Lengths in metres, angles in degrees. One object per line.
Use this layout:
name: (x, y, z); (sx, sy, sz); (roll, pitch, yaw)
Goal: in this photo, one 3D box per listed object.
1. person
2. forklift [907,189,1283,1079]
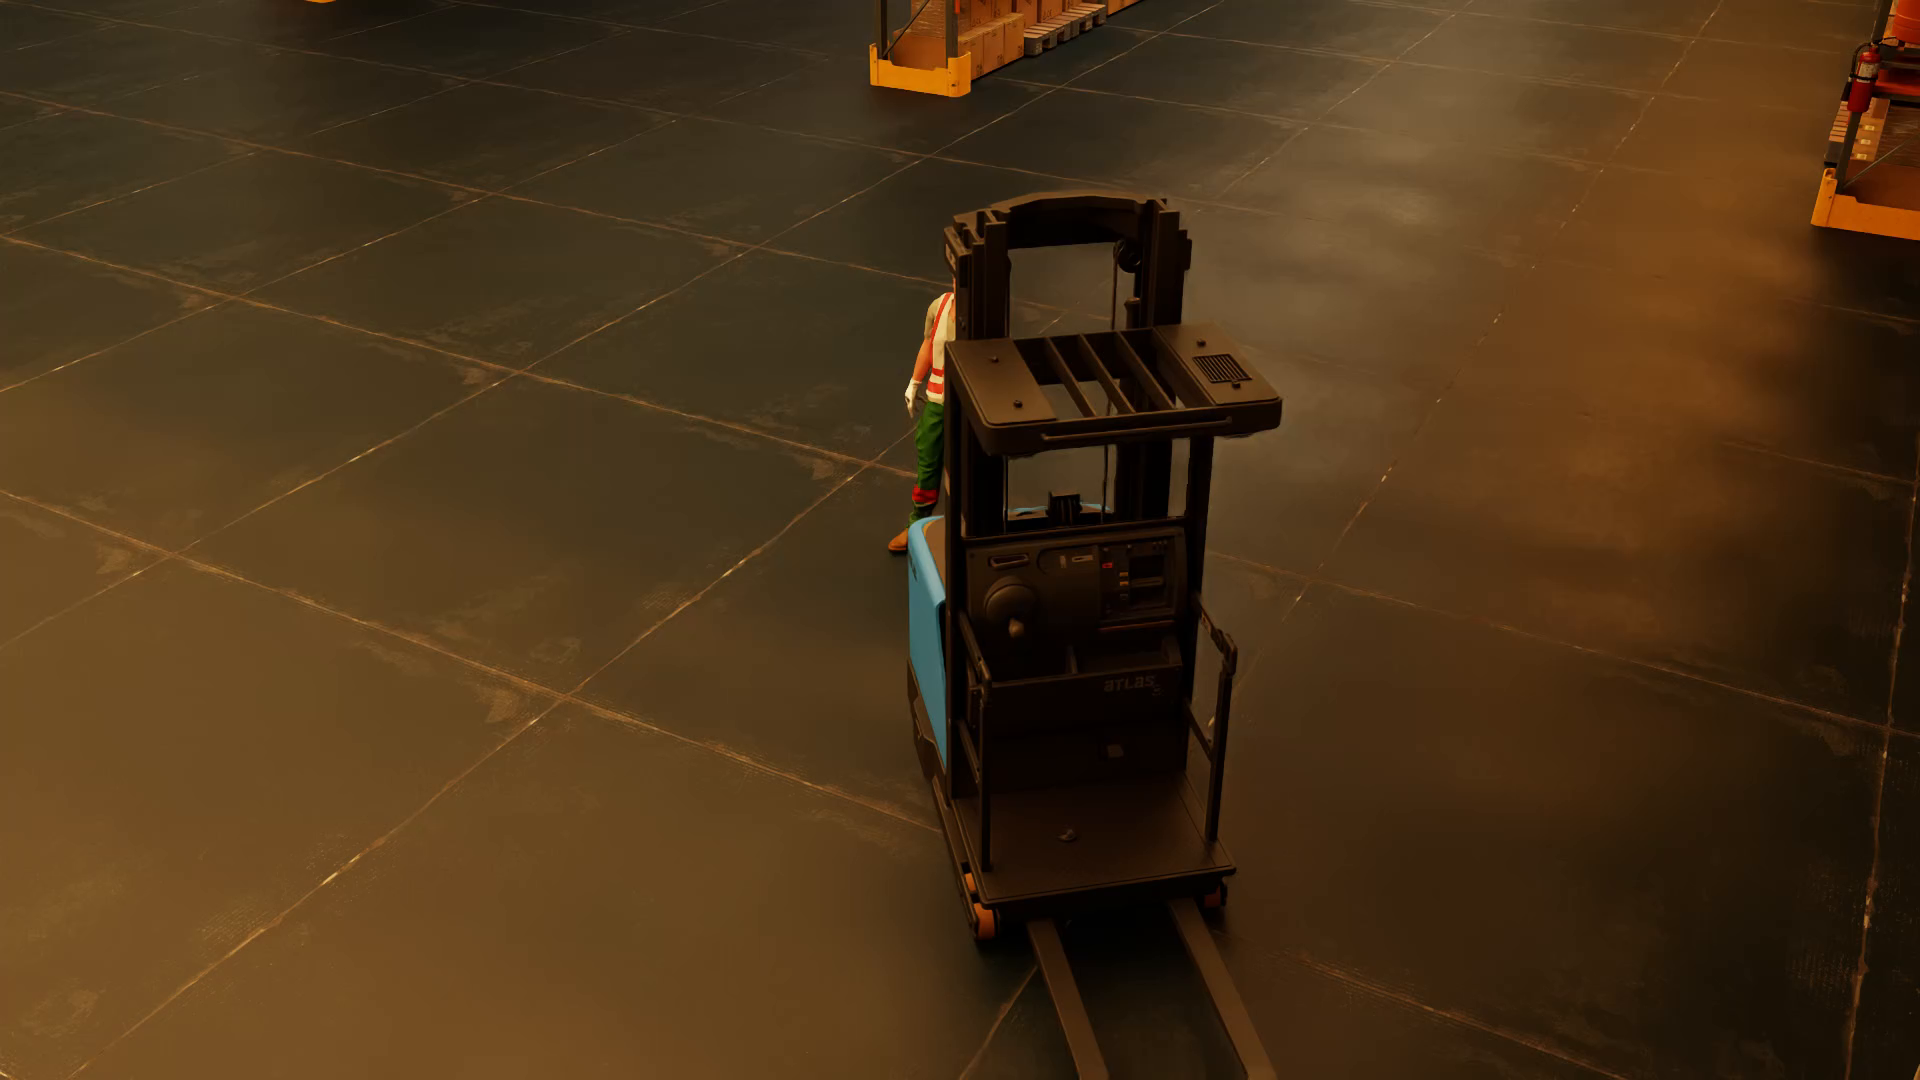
person: (-0.049, -0.748, 9.495); (0.638, 1.789, 0.562); (15, 33, 25)
forklift: (0.530, 0.227, 6.677); (1.130, 2.935, 3.031); (-6, 30, -10)
